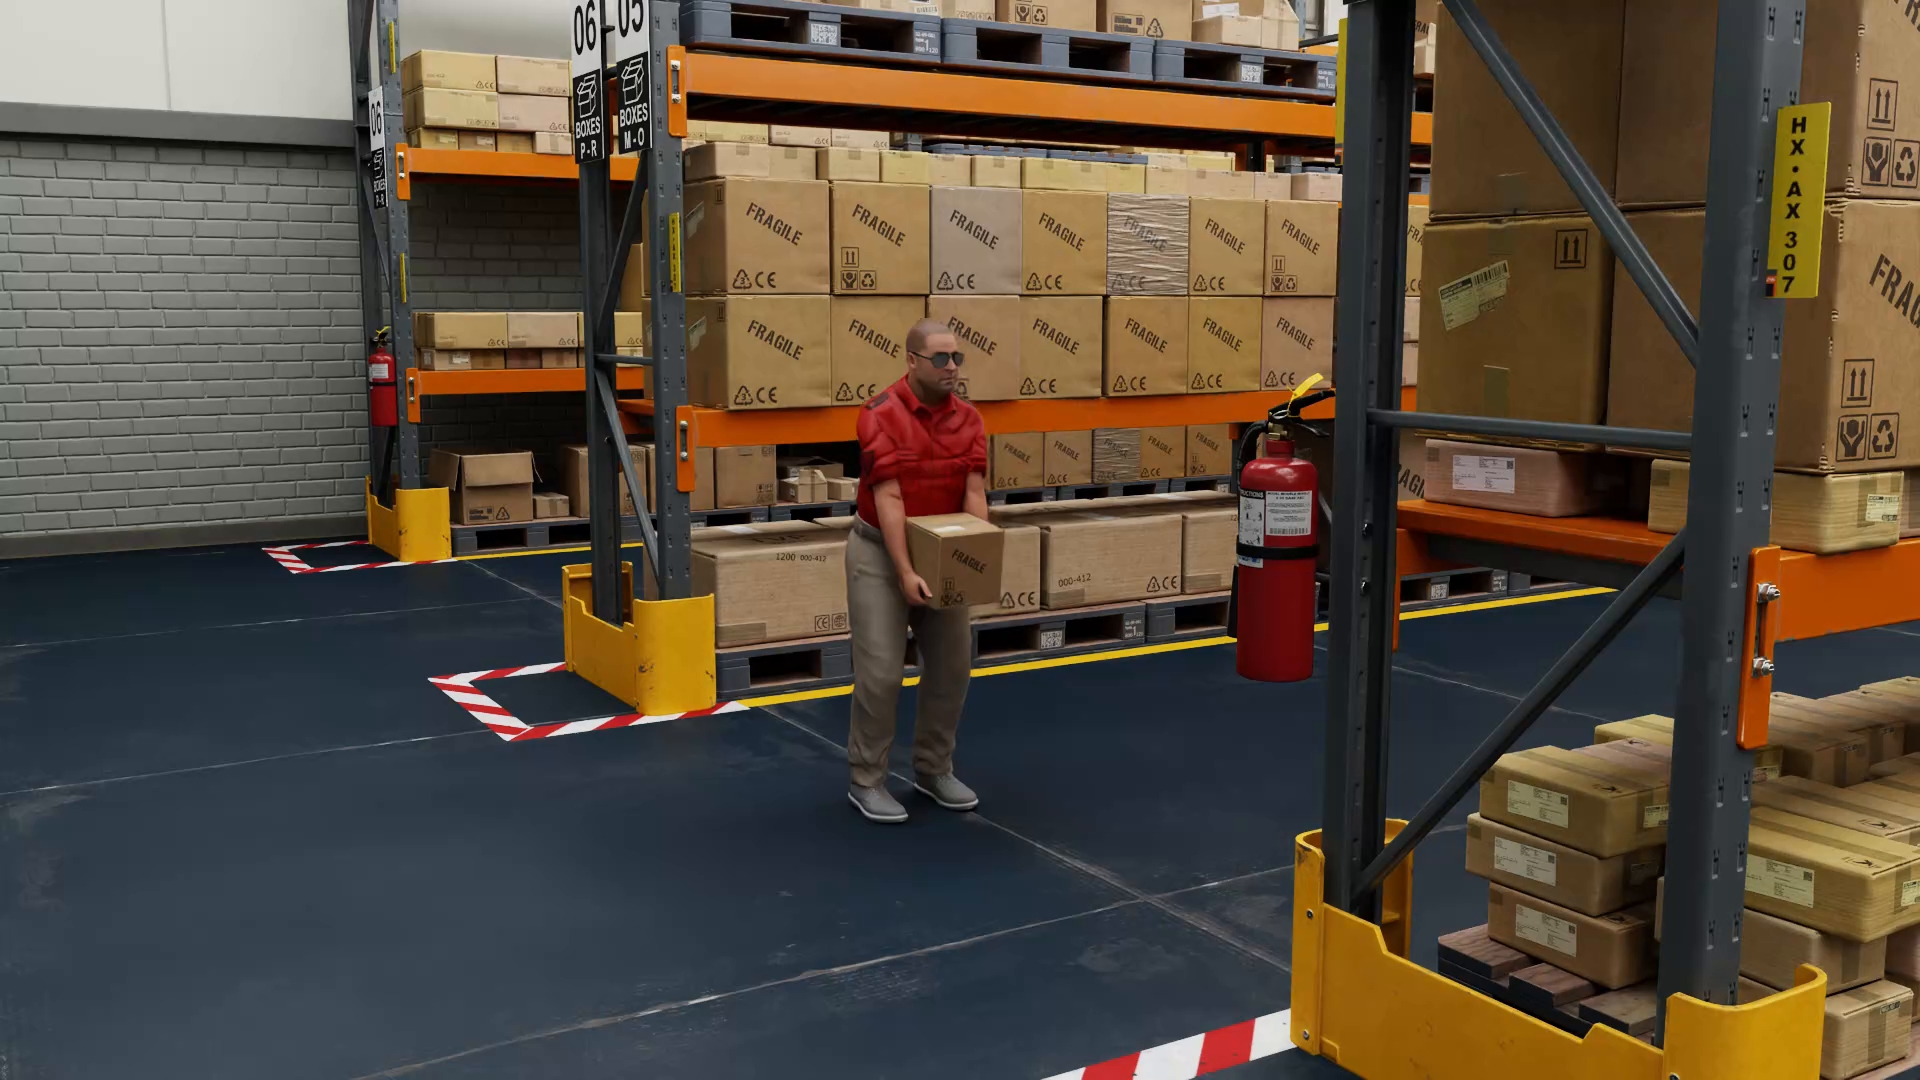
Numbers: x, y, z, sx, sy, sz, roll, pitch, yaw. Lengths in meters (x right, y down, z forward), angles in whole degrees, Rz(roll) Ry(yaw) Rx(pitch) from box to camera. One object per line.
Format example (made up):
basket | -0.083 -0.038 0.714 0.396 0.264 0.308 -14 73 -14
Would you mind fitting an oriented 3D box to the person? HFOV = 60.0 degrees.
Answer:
person | -0.123 0.099 5.729 0.490 1.725 0.550 -5 10 -32
